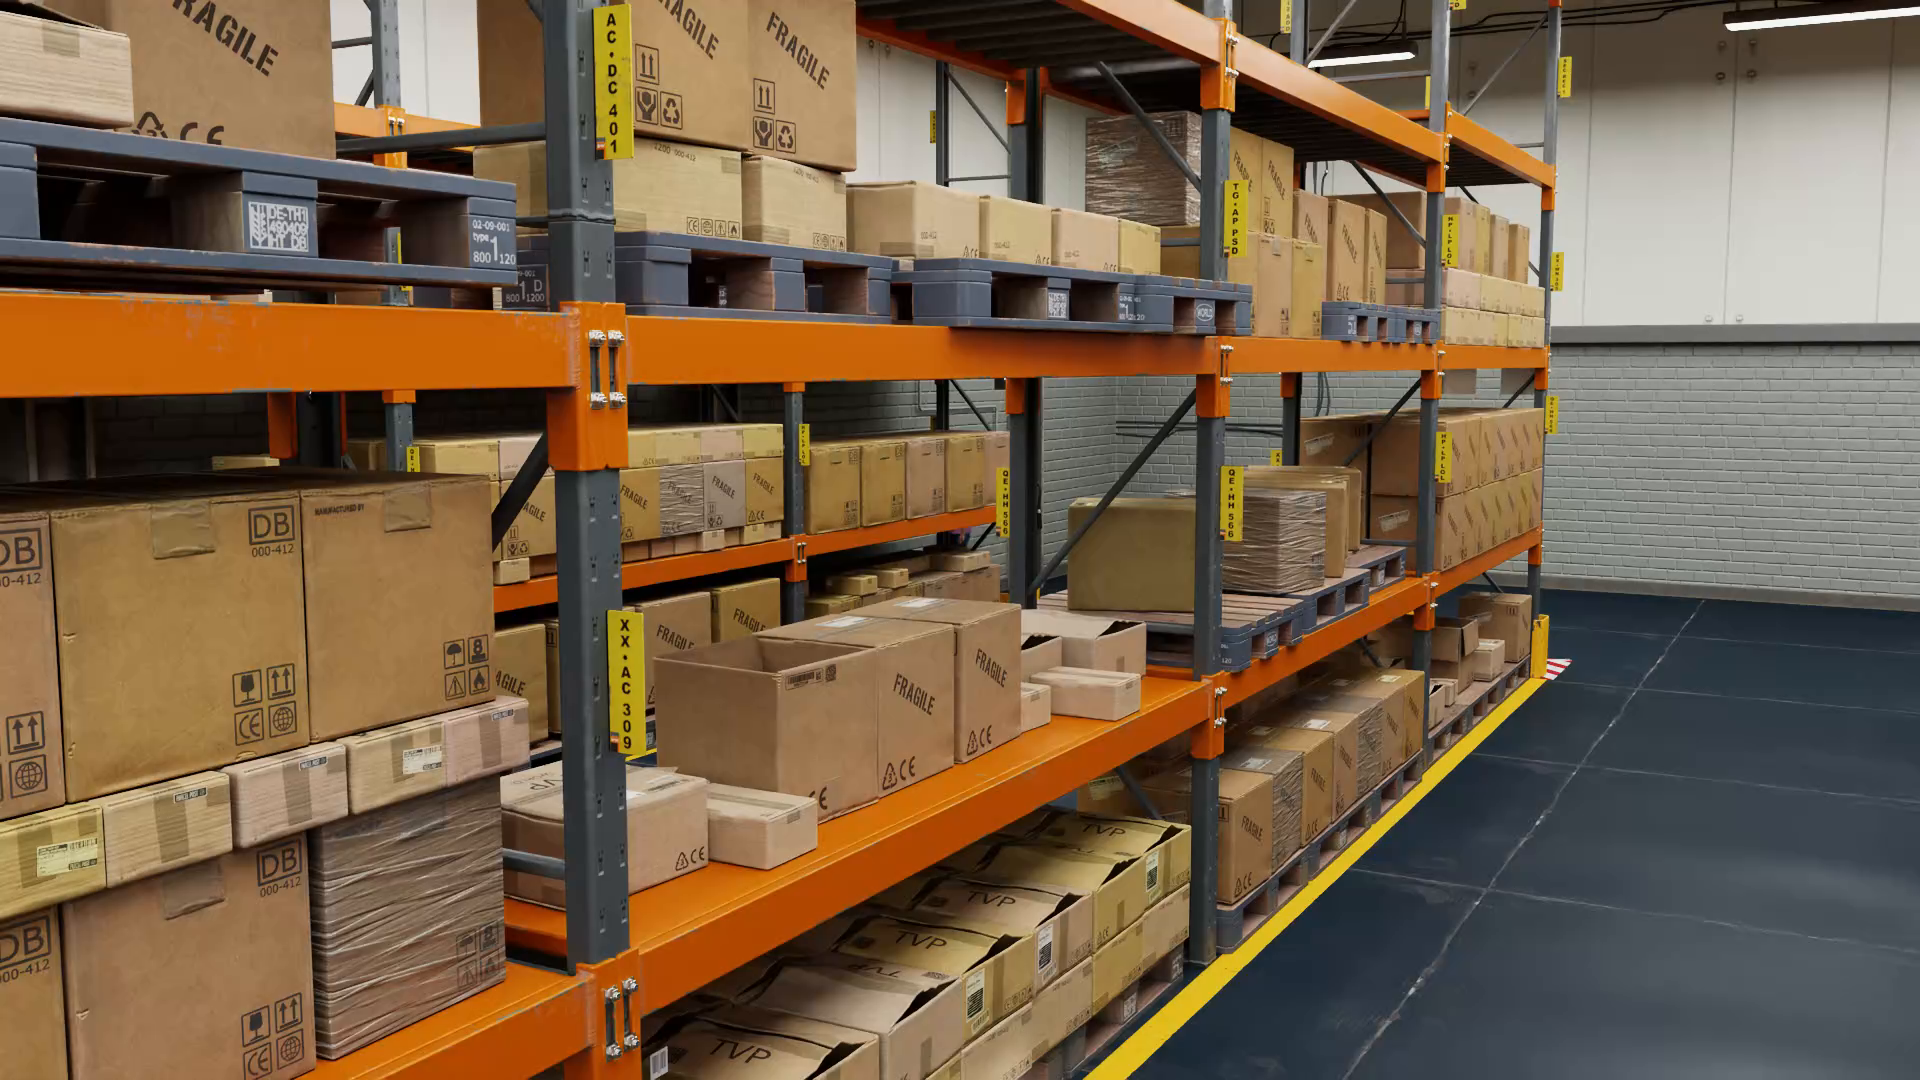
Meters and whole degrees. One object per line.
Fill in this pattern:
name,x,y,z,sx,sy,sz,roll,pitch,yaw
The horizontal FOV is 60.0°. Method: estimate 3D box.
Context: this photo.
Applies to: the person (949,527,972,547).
person,-0.046,-0.043,18.288,0.365,1.646,0.413,-2,6,-14
